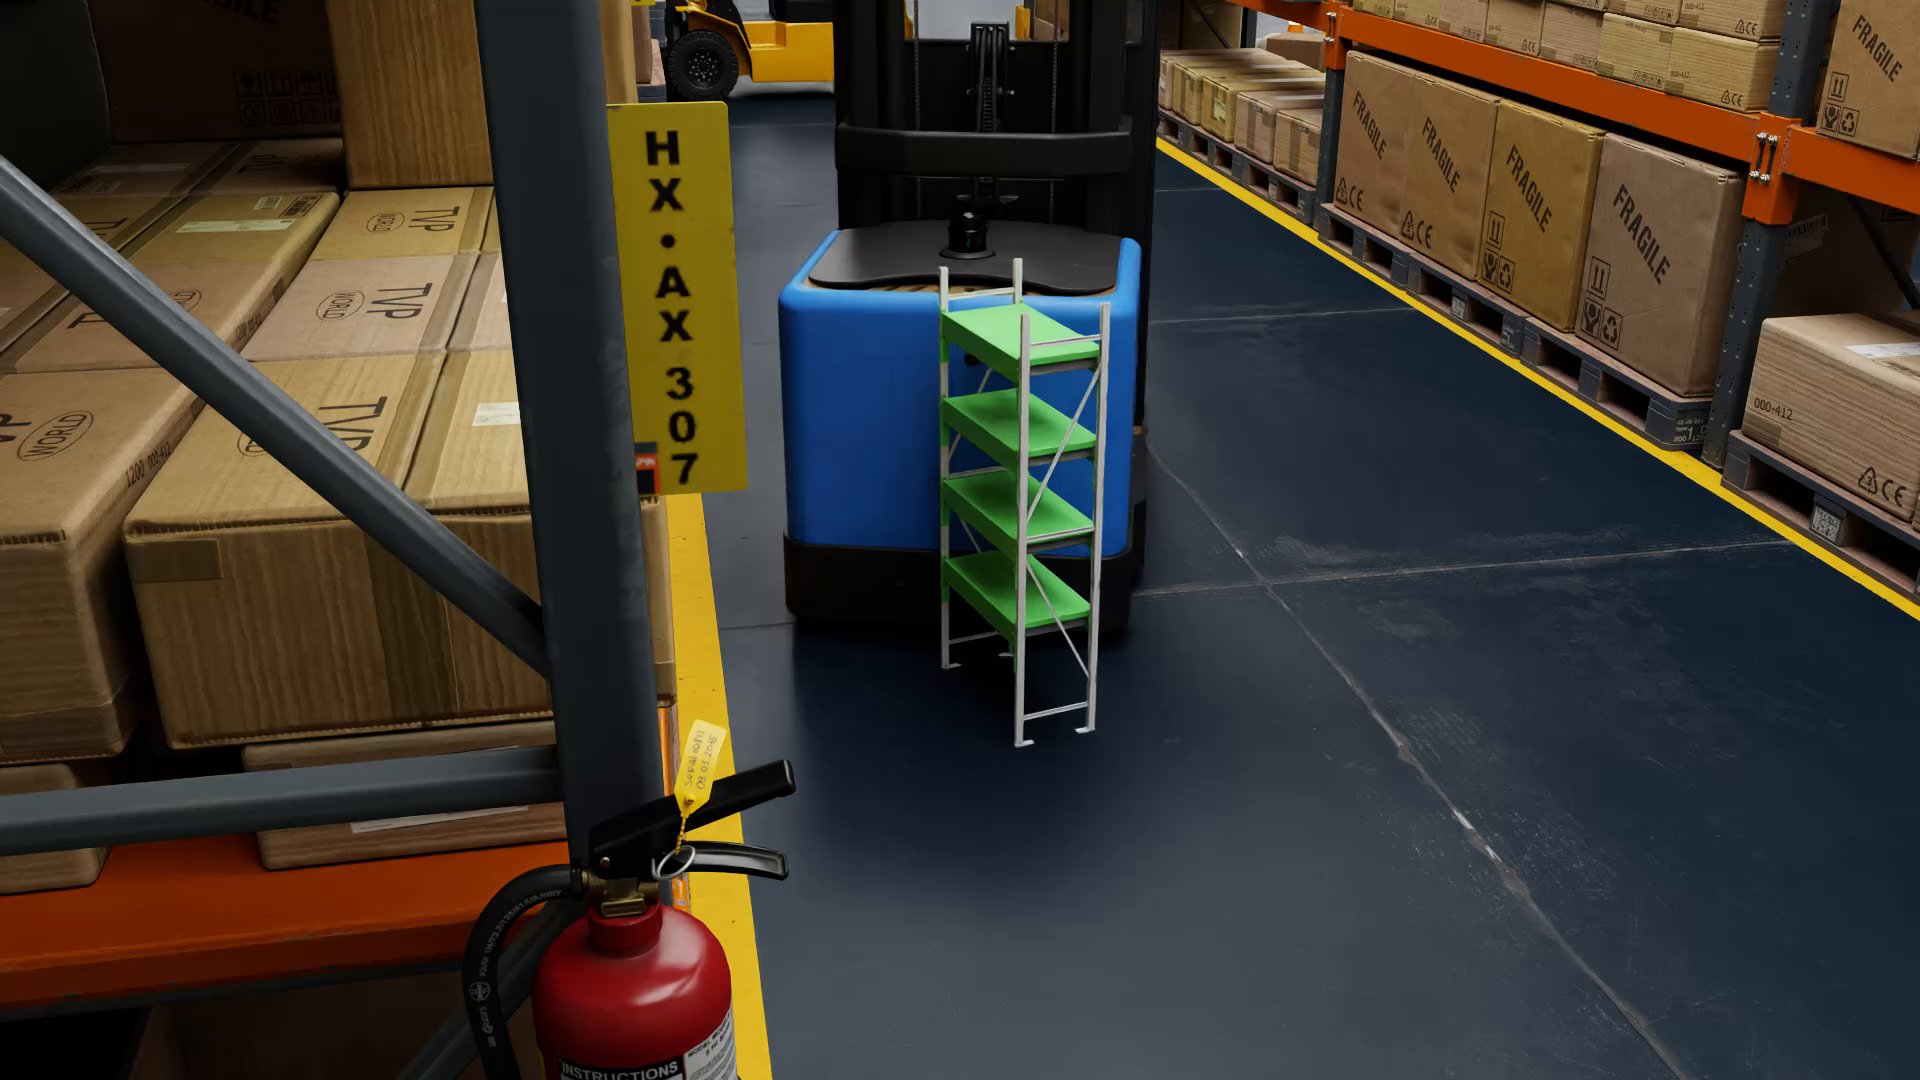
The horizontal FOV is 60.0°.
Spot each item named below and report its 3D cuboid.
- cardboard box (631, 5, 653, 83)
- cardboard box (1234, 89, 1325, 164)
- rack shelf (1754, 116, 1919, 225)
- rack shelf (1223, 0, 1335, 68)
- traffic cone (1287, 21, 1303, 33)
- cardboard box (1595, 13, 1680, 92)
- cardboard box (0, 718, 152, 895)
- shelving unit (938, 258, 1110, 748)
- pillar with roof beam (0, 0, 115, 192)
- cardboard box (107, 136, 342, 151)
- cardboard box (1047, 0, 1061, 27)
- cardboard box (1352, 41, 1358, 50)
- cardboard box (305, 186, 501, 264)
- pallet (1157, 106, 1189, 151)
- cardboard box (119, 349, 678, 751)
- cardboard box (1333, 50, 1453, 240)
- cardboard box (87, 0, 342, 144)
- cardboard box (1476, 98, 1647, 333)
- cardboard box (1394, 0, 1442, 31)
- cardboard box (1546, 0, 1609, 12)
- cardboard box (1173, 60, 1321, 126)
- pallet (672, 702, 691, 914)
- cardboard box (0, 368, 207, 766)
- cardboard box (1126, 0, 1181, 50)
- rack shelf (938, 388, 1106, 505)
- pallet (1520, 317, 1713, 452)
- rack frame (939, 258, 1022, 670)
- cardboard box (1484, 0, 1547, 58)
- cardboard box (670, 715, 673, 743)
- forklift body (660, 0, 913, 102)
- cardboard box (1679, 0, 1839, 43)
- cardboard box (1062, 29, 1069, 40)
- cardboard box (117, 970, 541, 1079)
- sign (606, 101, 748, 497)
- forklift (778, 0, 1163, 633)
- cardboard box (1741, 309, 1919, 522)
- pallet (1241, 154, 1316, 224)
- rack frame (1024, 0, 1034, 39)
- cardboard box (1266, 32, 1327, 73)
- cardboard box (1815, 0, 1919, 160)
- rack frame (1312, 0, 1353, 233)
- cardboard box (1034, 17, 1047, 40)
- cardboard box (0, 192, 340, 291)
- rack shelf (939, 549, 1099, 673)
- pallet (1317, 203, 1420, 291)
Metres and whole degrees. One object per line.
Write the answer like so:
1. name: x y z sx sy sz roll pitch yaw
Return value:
1. cardboard box: -1.373 -1.771 5.408 0.700 0.500 0.500 -4 24 -8
2. cardboard box: 2.395 -2.769 11.101 0.950 0.372 0.625 -5 24 -11
3. rack shelf: 3.743 -0.578 4.225 1.077 0.370 4.000 -4 24 -10
4. rack shelf: 2.264 -3.725 11.430 1.077 0.370 4.000 -4 24 -10
5. traffic cone: 3.530 -5.394 17.523 0.336 0.463 0.334 -4 24 -10
6. cardboard box: 2.950 -1.984 6.733 0.500 0.250 0.500 -5 24 -10
7. cardboard box: -1.089 0.252 1.739 0.380 0.149 0.250 -5 24 -10
8. shelving unit: 0.157 -0.101 4.483 0.258 1.200 0.503 -10 26 -22
9. pillar with roof beam: 1.970 -4.053 3.787 9.100 9.000 0.400 -4 24 -10
10. cardboard box: -1.485 -0.779 3.601 0.500 0.250 0.500 -4 24 -9
11. cardboard box: 1.138 -5.138 15.741 0.500 0.500 0.500 -5 24 -12
12. cardboard box: 3.967 -4.767 16.037 0.637 0.503 0.797 18 29 36
13. cardboard box: -0.774 -0.416 2.770 0.500 0.250 0.500 -5 24 -11
14. pallet: 2.040 -3.257 12.945 1.003 0.211 1.213 -4 24 -10
15. cardboard box: -0.583 -0.019 1.860 0.500 0.250 0.500 -4 24 -9
16. cardboard box: 2.680 -2.209 9.190 0.875 0.875 0.875 -5 24 -10
17. cardboard box: -1.490 -1.132 3.472 0.500 0.500 0.500 -5 24 -11
18. cardboard box: 3.006 -1.506 7.581 0.875 0.875 0.875 -4 24 -8
19. cardboard box: 2.589 -2.788 8.572 0.500 0.250 0.500 -5 24 -11
20. cardboard box: 2.852 -2.410 7.083 0.500 0.250 0.500 -4 24 -8
21. cardboard box: 2.130 -3.341 12.410 0.950 0.372 0.625 -3 24 -6
22. pallet: -1.149 0.703 3.877 1.003 0.211 1.213 -4 24 -10
23. cardboard box: -1.110 0.019 1.775 0.500 0.250 0.500 -4 24 -8
24. cardboard box: 1.521 -4.330 13.891 0.500 0.500 0.500 -5 24 -10
25. rack shelf: 0.157 -0.263 4.413 0.258 0.148 0.480 -10 26 -22
26. pallet: 3.157 -0.715 7.123 1.003 0.211 1.213 -4 24 -10
27. rack frame: 0.056 -0.190 4.687 0.240 1.200 0.015 -10 26 -22
28. cardboard box: 2.775 -2.387 7.655 0.500 0.250 0.500 -4 24 -10
29. cardboard box: -0.903 0.398 3.688 0.500 0.500 0.500 -4 24 -9
30. forklift body: -1.579 -5.046 14.617 2.313 2.155 1.214 -4 24 -10
31. cardboard box: 3.053 -2.011 6.168 0.500 0.250 0.500 -4 24 -10
32. cardboard box: 1.232 -4.594 15.433 0.500 0.250 0.500 -3 24 -6
33. cardboard box: -0.784 0.951 2.418 0.797 0.503 0.637 -5 24 -12
34. sign: -0.231 -0.189 1.354 0.100 0.325 0.005 -4 24 -10
35. forklift: 0.152 -1.623 5.804 1.130 2.935 3.031 3 24 6
36. cardboard box: 3.384 -0.458 5.728 0.875 0.438 0.875 -5 24 -11
37. pallet: 2.491 -2.298 10.747 1.003 0.211 1.213 -4 24 -10
38. rack frame: 1.155 -6.415 16.690 1.000 3.000 0.127 -4 24 -10
39. cardboard box: 3.033 -4.219 14.783 0.500 0.500 0.500 13 27 27
40. cardboard box: 3.203 -1.537 5.396 0.500 0.500 0.500 -4 24 -8
41. rack frame: 2.634 -3.268 9.485 1.000 3.000 0.127 -4 24 -10
42. cardboard box: 1.032 -5.009 16.383 0.500 0.250 0.500 -5 24 -10
43. cardboard box: -1.291 -0.379 2.687 0.500 0.250 0.500 -4 24 -8
44. rack shelf: 0.157 0.177 4.605 0.258 0.148 0.480 -10 26 -22
45. pallet: 2.706 -1.675 9.320 1.003 0.211 1.213 -4 24 -10
